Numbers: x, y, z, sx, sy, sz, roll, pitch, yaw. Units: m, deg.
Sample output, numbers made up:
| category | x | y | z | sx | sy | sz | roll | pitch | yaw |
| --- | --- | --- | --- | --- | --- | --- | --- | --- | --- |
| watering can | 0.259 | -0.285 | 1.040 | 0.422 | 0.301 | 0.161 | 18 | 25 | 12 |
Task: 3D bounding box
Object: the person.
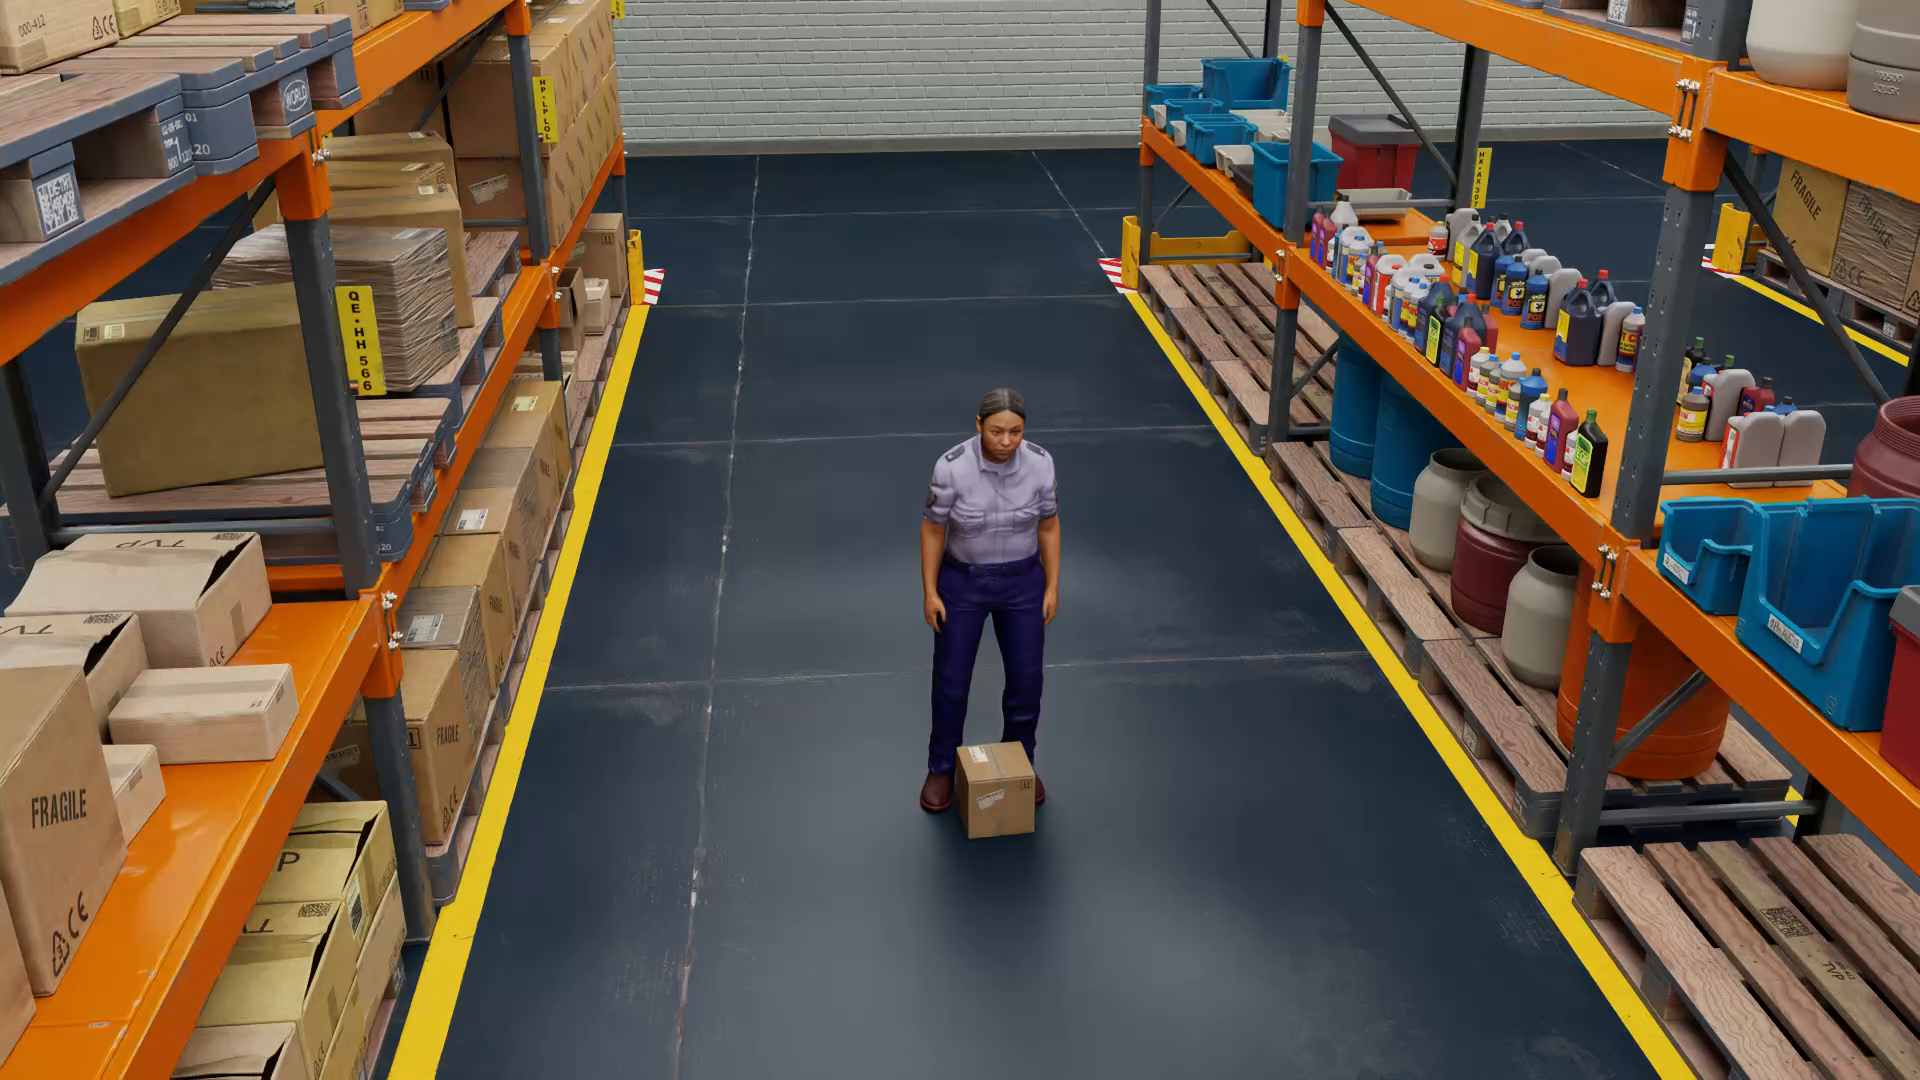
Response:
| category | x | y | z | sx | sy | sz | roll | pitch | yaw |
| --- | --- | --- | --- | --- | --- | --- | --- | --- | --- |
| person | 0.106 | 0.201 | 6.157 | 0.548 | 1.650 | 0.374 | -3 | 24 | -7 |
